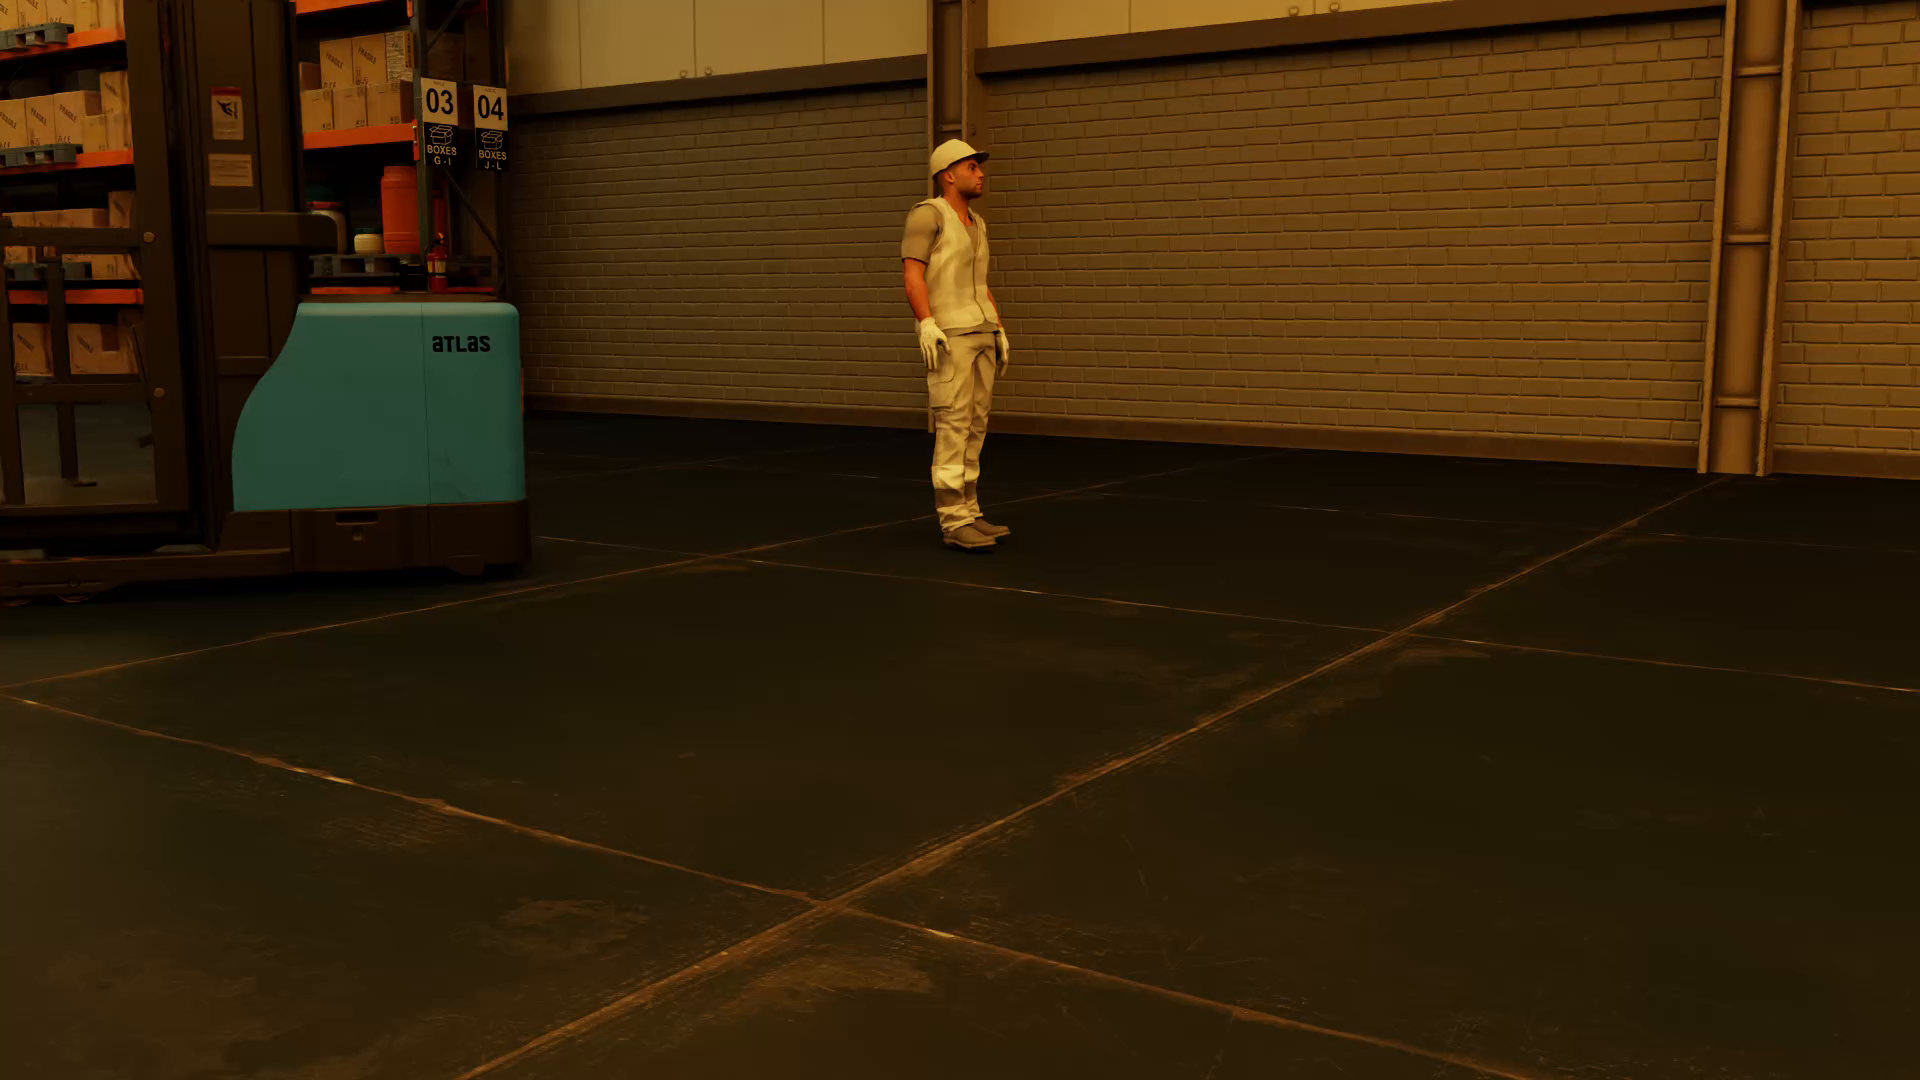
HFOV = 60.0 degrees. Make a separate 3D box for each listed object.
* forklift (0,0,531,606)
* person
[{"bbox_3d":[-3.268,-1.298,6.320,3.031,2.935,1.130,-3,8,-18],"label":"forklift"},{"bbox_3d":[0.060,-0.885,7.423,0.564,1.787,0.638,5,10,34],"label":"person"}]
